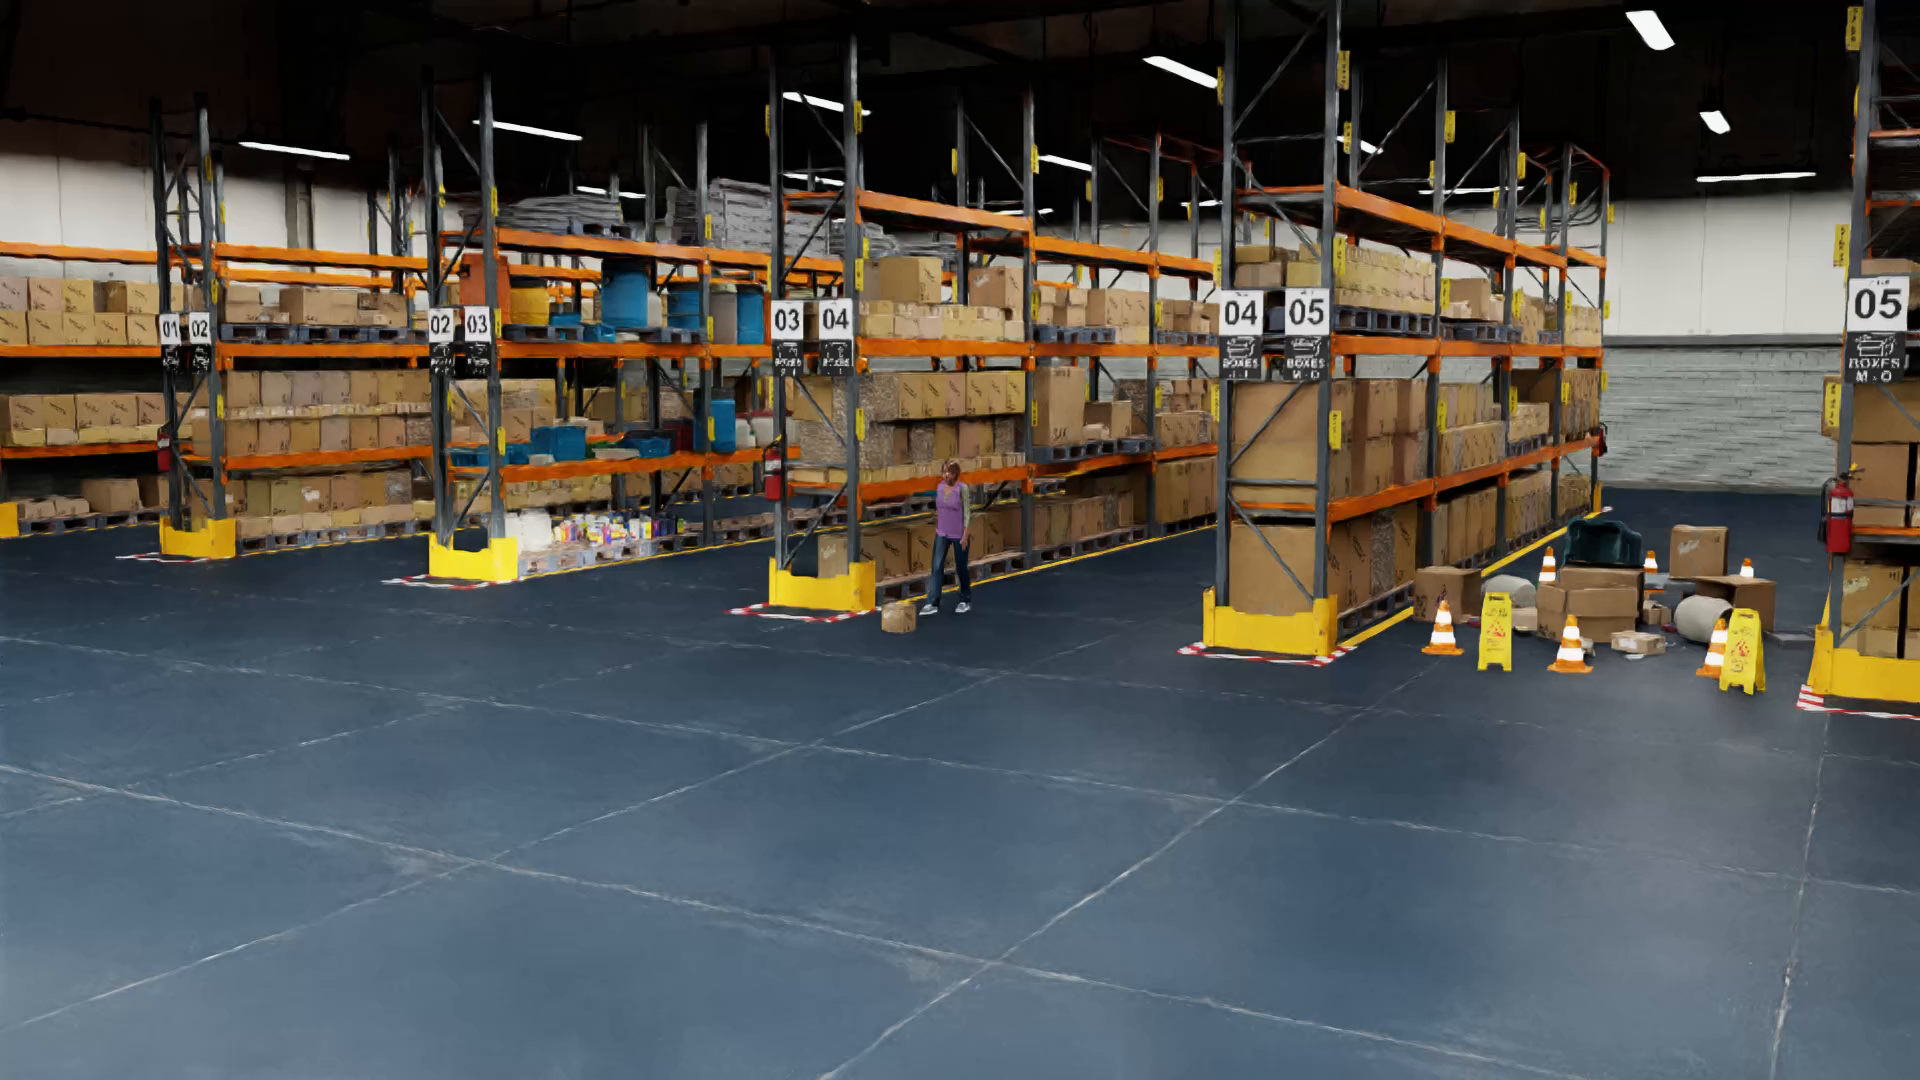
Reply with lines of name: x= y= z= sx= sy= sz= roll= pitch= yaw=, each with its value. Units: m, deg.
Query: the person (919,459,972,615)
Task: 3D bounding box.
person: x=-0.085 y=-0.028 z=16.799 sx=0.429 sy=1.561 sz=0.737 roll=3 pitch=7 yaw=25
